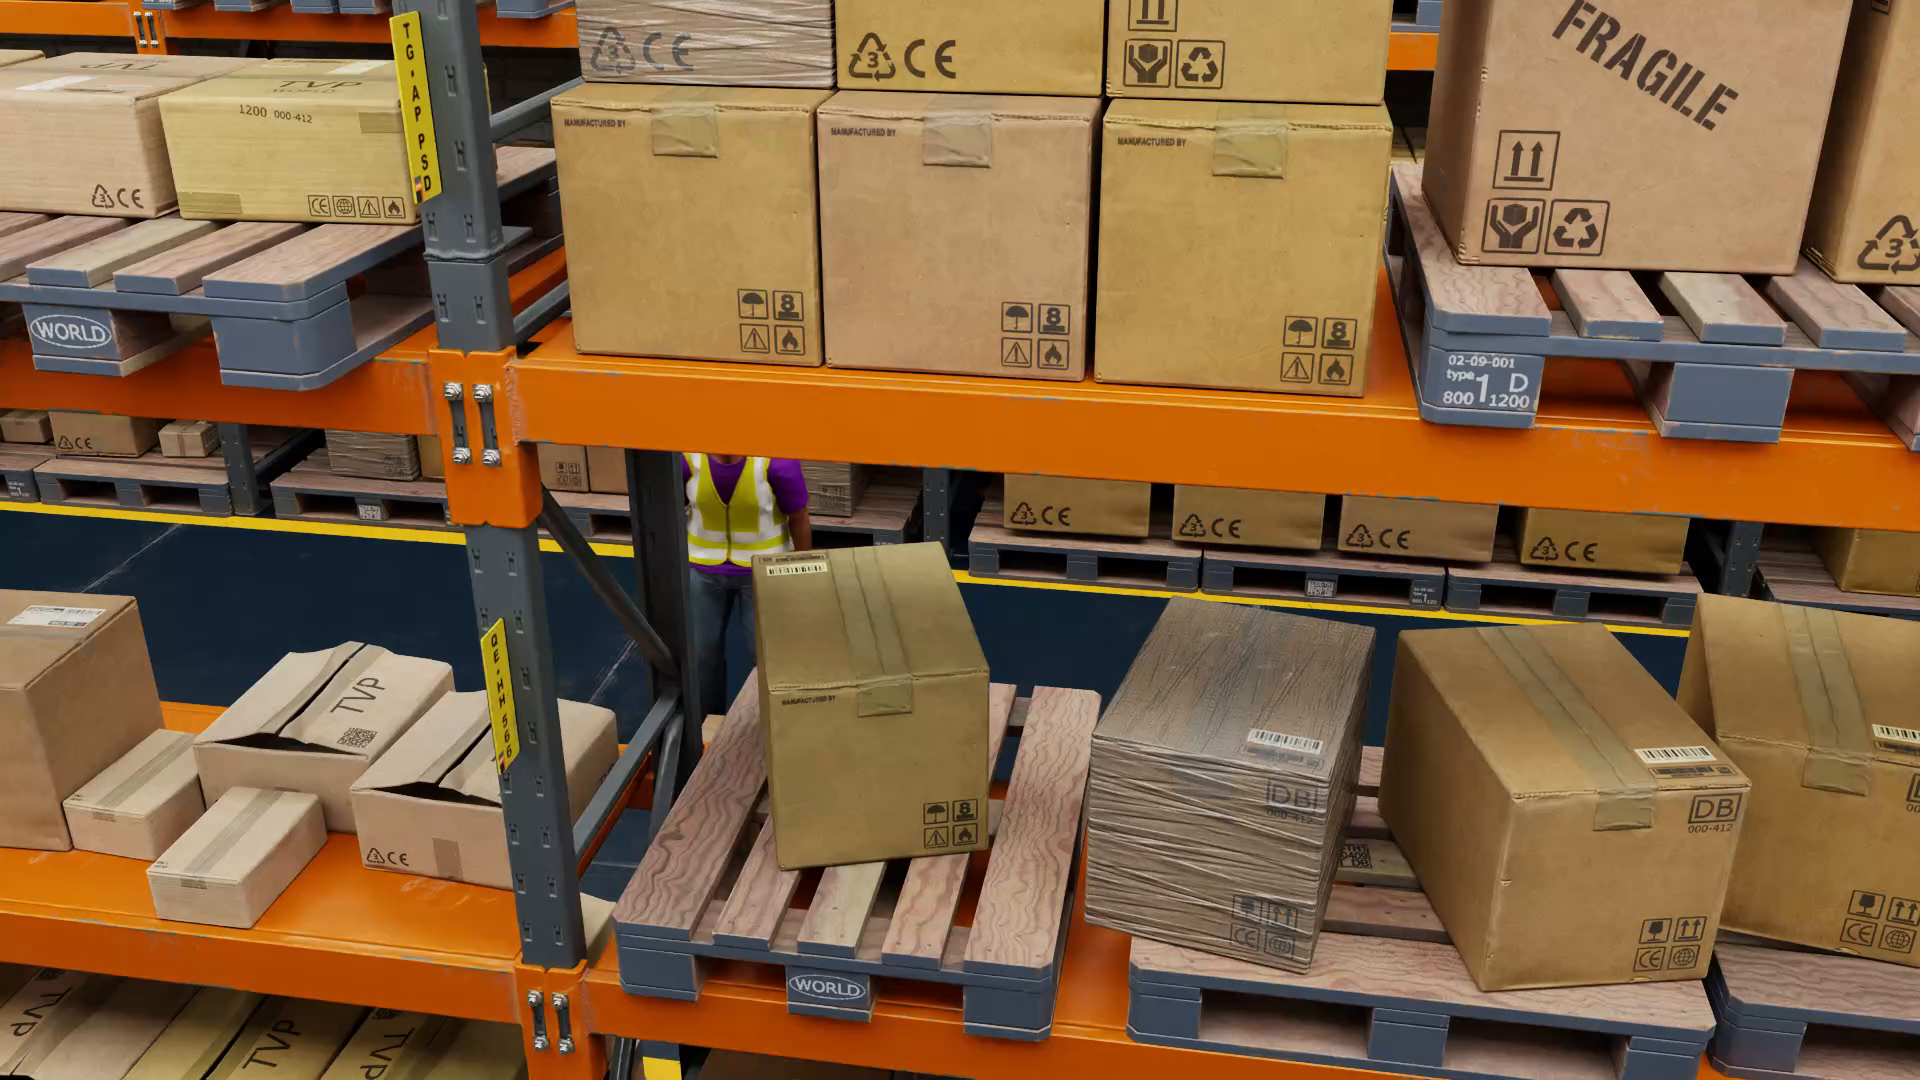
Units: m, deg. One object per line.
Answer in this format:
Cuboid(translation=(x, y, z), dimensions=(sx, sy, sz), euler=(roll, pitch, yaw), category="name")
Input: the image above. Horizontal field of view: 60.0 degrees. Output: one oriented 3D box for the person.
Cuboid(translation=(-0.923, 0.125, 6.816), dimensions=(0.628, 1.759, 0.461), euler=(3, 25, 6), category="person")
